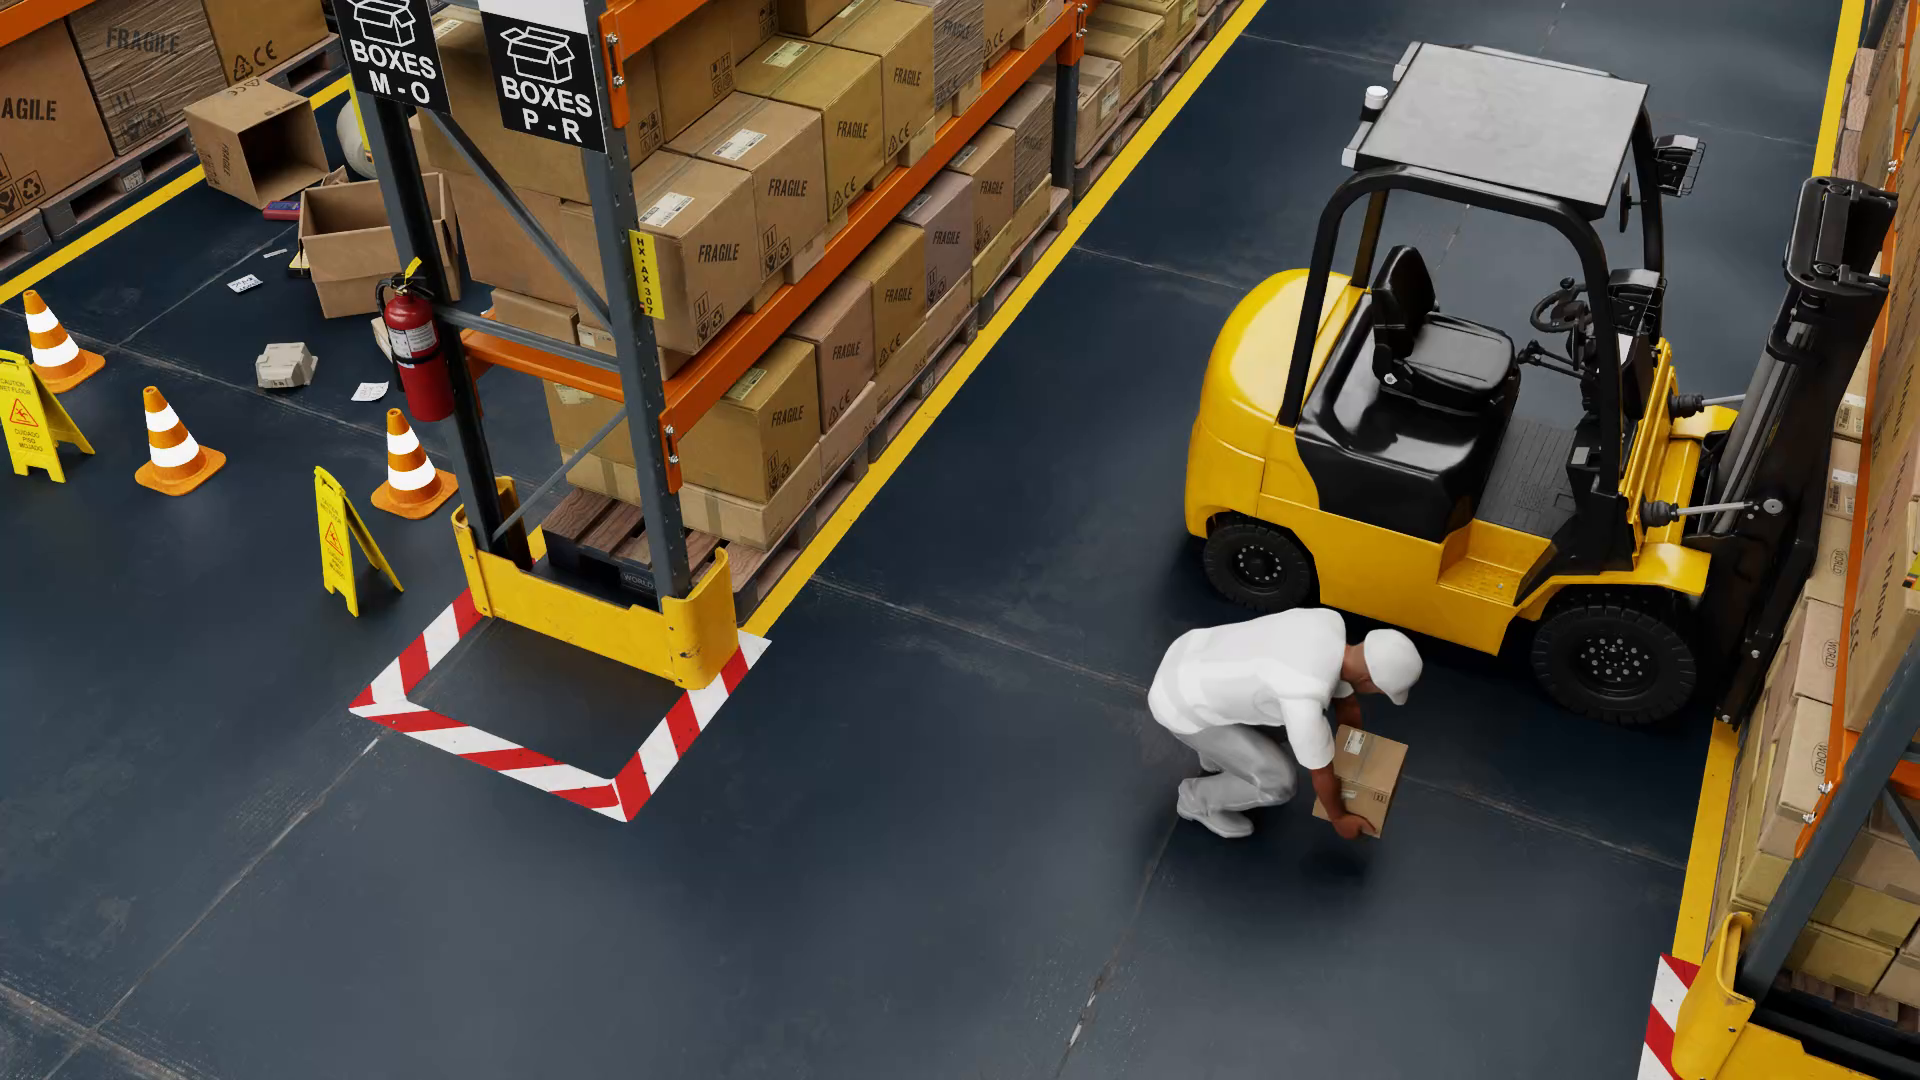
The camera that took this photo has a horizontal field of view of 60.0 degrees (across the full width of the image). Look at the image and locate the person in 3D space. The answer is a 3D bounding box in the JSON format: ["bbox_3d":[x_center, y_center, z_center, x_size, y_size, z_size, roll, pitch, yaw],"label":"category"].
[{"bbox_3d":[1.150,0.625,6.015,0.911,1.010,0.536,16,44,17],"label":"person"}]
